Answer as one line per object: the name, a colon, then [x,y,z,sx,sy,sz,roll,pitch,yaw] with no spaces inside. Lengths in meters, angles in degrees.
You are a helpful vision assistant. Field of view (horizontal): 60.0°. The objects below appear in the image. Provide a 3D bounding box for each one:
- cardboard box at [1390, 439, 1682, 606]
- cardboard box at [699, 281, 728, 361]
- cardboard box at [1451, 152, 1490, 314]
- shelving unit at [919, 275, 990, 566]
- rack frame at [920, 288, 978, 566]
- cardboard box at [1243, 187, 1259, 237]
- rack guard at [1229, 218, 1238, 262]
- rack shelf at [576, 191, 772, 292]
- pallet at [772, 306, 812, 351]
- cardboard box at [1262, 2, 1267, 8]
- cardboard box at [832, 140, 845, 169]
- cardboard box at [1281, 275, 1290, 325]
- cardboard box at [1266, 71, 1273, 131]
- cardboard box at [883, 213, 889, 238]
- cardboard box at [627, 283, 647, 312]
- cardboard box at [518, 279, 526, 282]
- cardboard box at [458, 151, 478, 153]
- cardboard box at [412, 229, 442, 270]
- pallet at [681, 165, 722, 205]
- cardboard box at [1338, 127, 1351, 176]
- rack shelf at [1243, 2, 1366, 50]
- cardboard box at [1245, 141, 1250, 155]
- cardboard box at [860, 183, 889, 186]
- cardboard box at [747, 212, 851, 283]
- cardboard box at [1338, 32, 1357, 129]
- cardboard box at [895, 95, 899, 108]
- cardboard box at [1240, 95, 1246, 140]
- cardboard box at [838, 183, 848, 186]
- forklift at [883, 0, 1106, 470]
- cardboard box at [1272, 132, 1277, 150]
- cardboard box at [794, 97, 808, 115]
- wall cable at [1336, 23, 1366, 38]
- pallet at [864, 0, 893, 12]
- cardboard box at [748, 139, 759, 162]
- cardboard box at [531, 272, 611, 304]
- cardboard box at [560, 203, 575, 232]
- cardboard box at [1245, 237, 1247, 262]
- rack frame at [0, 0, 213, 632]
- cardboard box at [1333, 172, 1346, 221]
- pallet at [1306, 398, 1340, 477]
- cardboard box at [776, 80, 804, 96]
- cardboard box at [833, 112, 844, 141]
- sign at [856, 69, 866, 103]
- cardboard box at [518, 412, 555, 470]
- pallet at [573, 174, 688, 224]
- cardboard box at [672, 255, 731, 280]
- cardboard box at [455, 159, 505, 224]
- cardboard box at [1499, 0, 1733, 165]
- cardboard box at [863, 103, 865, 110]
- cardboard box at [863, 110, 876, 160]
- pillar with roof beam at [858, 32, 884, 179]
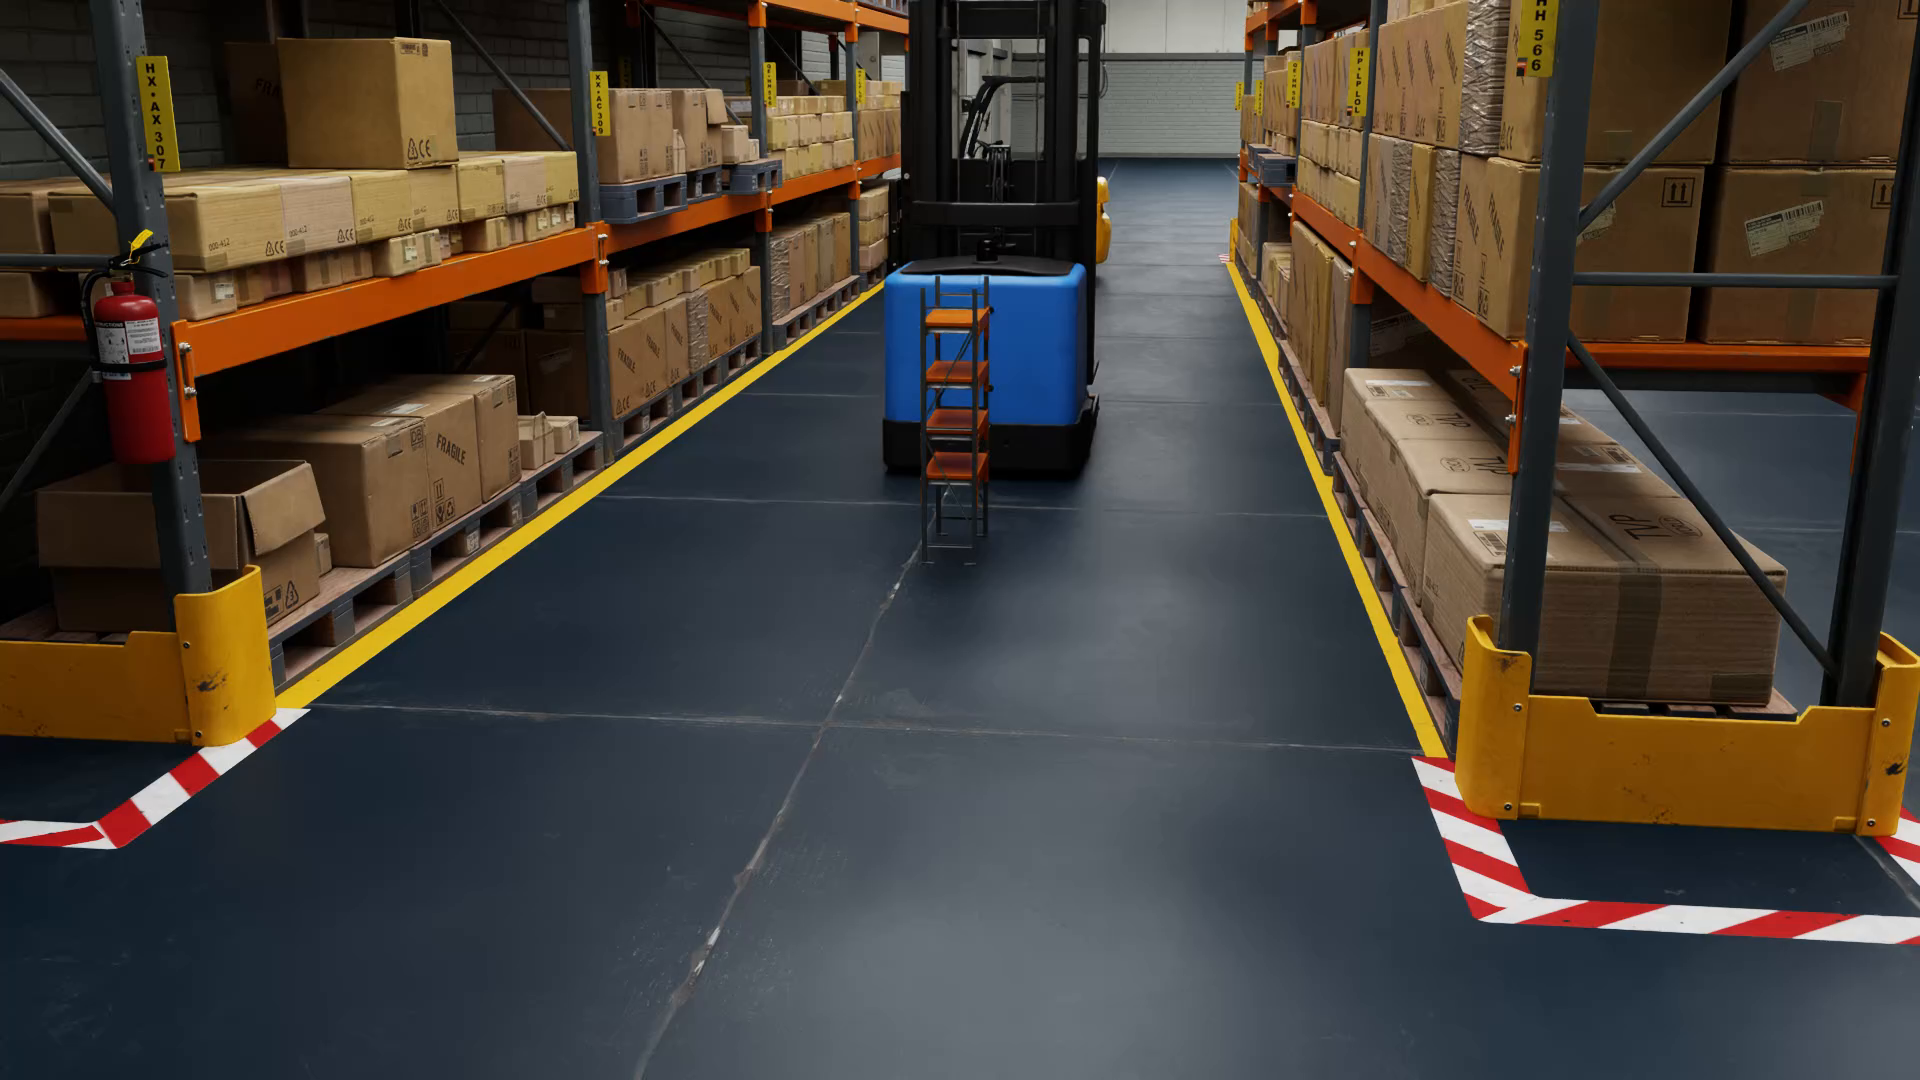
cardboard box: [2.130,-0.068,6.269,0.875,0.438,0.875,2,15,8]
cardboard box: [-1.927,-1.525,11.539,0.500,0.500,0.500,2,15,9]
cardboard box: [1.923,-1.001,5.425,0.500,0.500,0.500,1,15,5]
shelving unit: [-0.019,-0.536,7.347,0.258,1.200,0.503,2,15,6]
rack frame: [-0.046,-0.473,7.113,0.240,1.200,0.015,2,15,6]
cardboard box: [3.378,-3.604,18.271,0.500,0.500,0.500,2,15,7]
rack guard: [3.857,-3.613,20.067,1.175,0.500,0.348,2,15,6]
rack shelf: [-2.196,-2.044,10.853,1.077,0.370,4.000,2,15,6]
pallet: [-1.838,-1.776,13.827,1.003,0.211,1.213,2,15,6]
cardboard box: [3.277,-5.486,16.940,0.380,0.149,0.250,2,15,8]
cardboard box: [-1.367,-3.606,15.539,0.500,0.250,0.500,2,15,6]
cardboard box: [3.036,-1.845,12.969,0.950,0.372,0.625,1,15,2]
cardboard box: [2.951,-3.826,14.499,0.500,0.500,0.500,2,15,6]
cardboard box: [-1.034,-3.441,18.147,0.500,0.250,0.500,2,15,6]
cardboard box: [-2.127,-1.479,10.128,0.380,0.149,0.250,1,15,5]
cardboard box: [-2.536,-1.554,10.406,0.380,0.149,0.250,2,15,8]
cardboard box: [-2.746,-1.823,8.376,0.500,0.250,0.500,2,15,6]
cardboard box: [-2.359,-1.193,6.807,0.380,0.149,0.250,2,15,8]
pallet: [-2.185,-2.313,10.837,1.003,0.211,1.213,2,15,6]
cardboard box: [2.368,-2.148,9.187,0.500,0.250,0.500,2,15,8]
rack shelf: [3.639,-5.422,17.598,1.077,0.370,4.000,2,15,6]
cardboard box: [3.422,-4.440,18.815,0.380,0.149,0.250,2,15,7]
cardboard box: [-0.908,-3.951,19.073,0.500,0.250,0.500,2,15,7]
cardboard box: [-1.566,-2.868,16.267,0.875,0.625,0.625,2,15,9]
cardboard box: [2.363,-2.516,9.113,0.500,0.500,0.500,2,15,7]
cardboard box: [-0.918,-5.115,19.399,0.380,0.149,0.250,2,15,7]
cardboard box: [3.536,-4.917,19.338,0.500,0.500,0.500,1,15,5]
cardboard box: [-1.429,-3.965,19.126,0.500,0.250,0.500,2,15,6]
forklift: [0.284,-2.118,9.879,1.130,2.935,3.031,2,15,7]
cardboard box: [2.863,-3.412,14.212,0.380,0.149,0.250,2,15,8]
cardboard box: [-1.506,-3.680,14.092,0.380,0.149,0.250,2,15,7]
wall cable: [12.421,-17.591,48.961,2.305,6.003,0.169,2,15,6]
pallet: [-1.308,-5.890,18.122,1.003,0.211,1.213,2,15,6]
cardboard box: [-1.663,-2.810,11.983,0.380,0.149,0.250,2,15,7]
cardboard box: [-2.177,-1.412,9.310,0.380,0.149,0.250,1,15,5]
cardboard box: [-2.206,-1.661,8.540,0.380,0.149,0.250,2,15,7]
cardboard box: [3.325,-3.109,17.876,0.500,0.250,0.500,2,15,7]
rack frame: [-2.873,-0.835,5.004,1.000,3.000,0.127,2,15,6]
cardboard box: [2.370,-1.911,9.269,0.500,0.250,0.500,1,15,5]
pallet: [2.523,-0.584,9.416,1.003,0.211,1.213,2,15,6]
cardboard box: [-1.783,-4.544,16.717,0.380,0.149,0.250,2,15,6]
cardboard box: [-1.371,-3.848,15.475,0.500,0.250,0.500,1,15,5]
sign: [-0.978,-4.455,16.323,0.100,0.325,0.005,2,15,6]
cardboard box: [-2.233,-0.510,8.234,0.396,0.266,0.258,2,15,8]
pallet: [-2.223,-1.984,9.620,1.003,0.211,1.213,2,15,6]
cardboard box: [-1.848,-1.945,11.850,0.380,0.149,0.250,1,15,4]
cardboard box: [-2.348,-1.545,7.347,0.500,0.250,0.500,2,15,6]
cardboard box: [1.877,-1.353,4.812,0.500,0.500,0.500,2,15,8]
cardboard box: [-1.192,-4.519,17.195,0.380,0.149,0.250,2,15,6]
cardboard box: [-1.167,-4.239,17.400,0.500,0.500,0.500,2,15,7]
pillar with roof beam: [2.913,-9.156,24.284,9.100,9.000,0.400,2,15,6]
